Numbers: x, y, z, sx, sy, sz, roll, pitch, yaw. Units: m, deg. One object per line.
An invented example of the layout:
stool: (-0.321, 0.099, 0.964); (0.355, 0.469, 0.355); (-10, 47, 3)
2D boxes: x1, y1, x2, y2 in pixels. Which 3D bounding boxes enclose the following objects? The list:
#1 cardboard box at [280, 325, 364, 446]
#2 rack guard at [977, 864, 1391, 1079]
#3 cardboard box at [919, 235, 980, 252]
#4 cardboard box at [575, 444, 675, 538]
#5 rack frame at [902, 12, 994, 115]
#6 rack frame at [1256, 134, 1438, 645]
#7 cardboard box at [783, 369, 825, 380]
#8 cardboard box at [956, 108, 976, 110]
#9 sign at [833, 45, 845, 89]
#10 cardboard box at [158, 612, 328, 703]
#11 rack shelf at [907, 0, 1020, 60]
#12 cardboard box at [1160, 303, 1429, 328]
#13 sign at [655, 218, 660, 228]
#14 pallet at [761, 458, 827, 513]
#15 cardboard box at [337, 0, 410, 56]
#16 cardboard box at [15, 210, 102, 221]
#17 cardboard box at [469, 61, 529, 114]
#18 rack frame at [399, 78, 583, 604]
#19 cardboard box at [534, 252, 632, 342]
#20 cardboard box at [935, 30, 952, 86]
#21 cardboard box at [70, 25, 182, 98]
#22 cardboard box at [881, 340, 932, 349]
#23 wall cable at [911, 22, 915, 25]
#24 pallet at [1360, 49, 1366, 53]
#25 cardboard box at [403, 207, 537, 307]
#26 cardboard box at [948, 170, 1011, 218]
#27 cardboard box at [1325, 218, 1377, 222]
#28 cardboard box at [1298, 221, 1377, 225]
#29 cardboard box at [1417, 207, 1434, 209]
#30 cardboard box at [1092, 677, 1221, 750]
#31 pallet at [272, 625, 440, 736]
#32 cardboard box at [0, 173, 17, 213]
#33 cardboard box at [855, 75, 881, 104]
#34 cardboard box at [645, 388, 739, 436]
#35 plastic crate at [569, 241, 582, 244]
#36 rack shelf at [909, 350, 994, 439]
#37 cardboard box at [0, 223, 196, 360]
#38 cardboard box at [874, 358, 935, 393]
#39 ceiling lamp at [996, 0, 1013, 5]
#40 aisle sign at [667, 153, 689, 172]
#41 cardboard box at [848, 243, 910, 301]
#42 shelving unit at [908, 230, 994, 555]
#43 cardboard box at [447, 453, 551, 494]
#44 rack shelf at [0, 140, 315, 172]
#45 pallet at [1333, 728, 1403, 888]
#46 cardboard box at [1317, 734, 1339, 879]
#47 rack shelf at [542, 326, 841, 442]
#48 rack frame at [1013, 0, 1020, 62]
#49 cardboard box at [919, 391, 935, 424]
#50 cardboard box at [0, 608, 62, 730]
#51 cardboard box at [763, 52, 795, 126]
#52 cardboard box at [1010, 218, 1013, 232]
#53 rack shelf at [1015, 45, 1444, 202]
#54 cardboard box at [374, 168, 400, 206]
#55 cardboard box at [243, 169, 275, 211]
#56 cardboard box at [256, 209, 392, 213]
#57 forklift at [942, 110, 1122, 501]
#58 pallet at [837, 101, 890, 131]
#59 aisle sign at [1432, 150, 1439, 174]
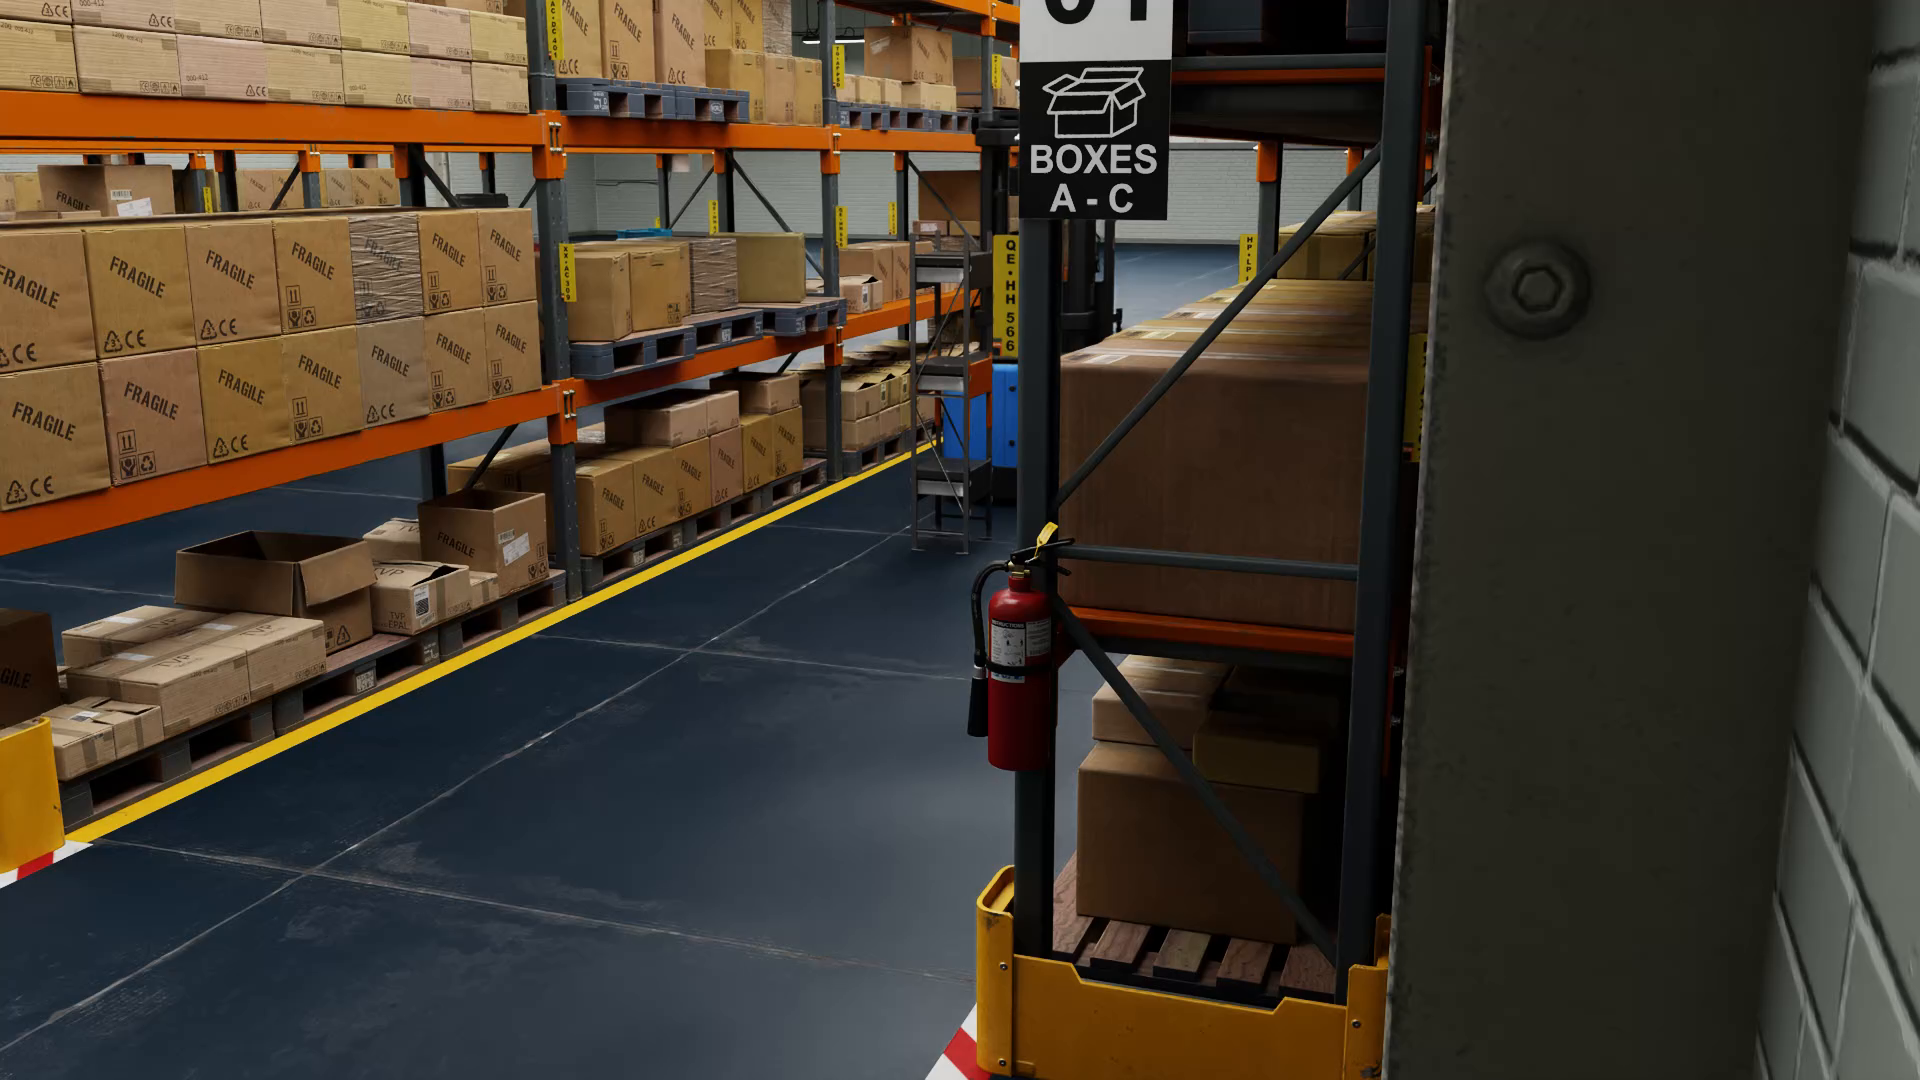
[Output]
cardboard box: (-3.158, -0.734, 7.731); (0.500, 0.500, 0.500); (5, 14, 19)
rack guard: (0.639, 1.288, 4.712); (1.175, 0.500, 0.348); (4, 14, 18)
cardboard box: (-0.022, -2.961, 17.486); (0.700, 0.500, 0.500); (4, 13, 17)
cardboard box: (-2.198, -0.327, 10.800); (0.500, 0.500, 0.500); (5, 14, 19)
rack frame: (-0.159, -5.743, 16.418); (1.000, 3.000, 0.127); (4, 14, 18)
rack frame: (1.941, -0.778, 8.146); (1.000, 3.000, 0.127); (4, 14, 18)
cardboard box: (-1.355, -1.351, 14.635); (0.500, 0.311, 0.500); (4, 13, 18)
cardboard box: (-0.028, -4.704, 17.916); (0.380, 0.149, 0.250); (4, 14, 18)
sign: (-0.941, -3.651, 12.831); (0.100, 0.325, 0.005); (4, 14, 18)
cardboard box: (-3.274, 0.530, 7.607); (0.500, 0.250, 0.500); (4, 14, 18)
rack shelf: (0.488, -5.618, 18.387); (1.077, 0.370, 4.000); (4, 14, 18)
cardboard box: (1.282, -0.504, 6.272); (0.980, 0.700, 0.700); (4, 13, 16)
sign: (-4.070, -4.193, 22.488); (0.100, 0.325, 0.005); (4, 14, 18)
pallet: (-1.731, -0.462, 13.029); (1.003, 0.211, 1.213); (4, 14, 18)
cardboard box: (-2.977, -2.434, 7.878); (0.500, 0.250, 0.500); (4, 14, 18)
cardboard box: (-10.005, -3.415, 18.527); (0.797, 0.503, 0.637); (6, 14, 24)
cardboard box: (-2.653, -2.401, 8.856); (0.500, 0.250, 0.500); (4, 14, 18)
rack frame: (-2.748, -1.134, 9.706); (1.000, 3.000, 0.127); (4, 14, 18)
cardboard box: (-2.383, -1.471, 10.014); (0.700, 0.500, 0.500); (0, 13, -1)
cardboard box: (-0.396, -4.651, 16.082); (0.500, 0.500, 0.500); (5, 14, 19)
cardboard box: (-3.461, -1.875, 6.549); (0.500, 0.250, 0.500); (4, 14, 18)
cardboard box: (-0.529, -1.886, 16.980); (0.500, 0.311, 0.500); (4, 14, 19)
wall cable: (-2.501, -16.100, 54.154); (2.305, 6.003, 0.169); (4, 14, 18)
pallet: (1.666, -2.025, 7.071); (1.003, 0.211, 1.213); (4, 14, 18)
cardboard box: (-2.666, -1.545, 9.035); (0.500, 0.500, 0.500); (4, 14, 19)
cardboard box: (0.141, -3.700, 17.808); (0.700, 0.500, 0.500); (4, 14, 18)
cardboard box: (2.354, -1.785, 9.938); (0.500, 0.250, 0.500); (4, 13, 17)
cardboard box: (2.189, -1.678, 9.467); (0.500, 0.250, 0.500); (5, 14, 20)
cardboard box: (5.042, -3.316, 17.874); (0.500, 0.500, 0.500); (4, 13, 17)
cardboard box: (0.648, 0.567, 5.469); (0.380, 0.149, 0.250); (4, 14, 18)
pallet: (-3.364, 0.628, 8.253); (1.003, 0.211, 1.213); (4, 14, 18)
cardboard box: (-13.667, -4.813, 23.063); (0.875, 0.550, 0.550); (4, 14, 18)
cardboard box: (-1.012, -3.901, 14.481); (0.500, 0.250, 0.500); (4, 13, 17)
cardboard box: (-1.875, -0.895, 11.606); (0.500, 0.250, 0.500); (4, 13, 17)
plastic crate: (-4.555, -3.246, 19.101); (0.767, 0.338, 0.504); (4, 14, 18)
rack shelf: (-0.054, -0.976, 11.097); (0.431, 0.518, 0.480); (4, 14, 18)
cardboard box: (-3.487, -1.013, 6.704); (0.500, 0.500, 0.500); (5, 14, 19)
cardboard box: (-0.511, -1.529, 15.414); (0.500, 0.311, 0.500); (4, 14, 18)
ceiling lamp: (0.285, -13.336, 36.567); (2.000, 3.185, 0.800); (4, 14, 18)
aisle sign: (-3.805, -5.321, 22.211); (0.394, 0.787, 0.004); (4, 14, 18)
cardboard box: (-0.756, -2.490, 15.423); (0.500, 0.500, 0.500); (4, 14, 18)
shelving unit: (-0.054, -0.989, 11.094); (0.431, 2.100, 0.503); (4, 14, 18)
cardboard box: (-2.859, -0.254, 10.480); (0.500, 0.500, 0.500); (4, 14, 18)
rack shelf: (-6.786, -3.024, 12.863); (1.077, 0.370, 4.000); (4, 14, 18)
pallet: (1.228, 0.994, 6.651); (1.003, 0.211, 1.213); (4, 14, 18)
cardboard box: (0.940, 0.819, 5.827); (0.700, 0.500, 0.500); (4, 14, 18)
rack shelf: (-2.101, -1.204, 11.631); (1.077, 0.370, 4.000); (4, 14, 18)
rack frame: (1.135, -6.585, 20.108); (1.000, 3.000, 0.127); (4, 14, 18)
cardboard box: (-0.516, -1.253, 15.464); (0.500, 0.250, 0.500); (5, 14, 20)
cardboard box: (-4.099, 0.581, 6.824); (0.500, 0.500, 0.500); (4, 14, 18)
cardboard box: (-1.728, -3.285, 12.167); (0.910, 0.500, 0.500); (4, 14, 18)
cardboard box: (0.358, -3.388, 17.901); (0.380, 0.149, 0.250); (4, 14, 18)
rack shelf: (1.294, -1.468, 6.048); (1.077, 0.370, 4.000); (4, 14, 18)
cardboard box: (-8.181, -4.922, 23.163); (0.500, 0.500, 0.500); (4, 14, 18)
cardboard box: (-8.985, -4.395, 20.855); (0.500, 0.500, 0.500); (4, 14, 18)
cardboard box: (-3.333, -1.482, 8.761); (0.500, 0.500, 0.500); (4, 13, 17)
forklift: (0.768, -1.993, 13.624); (1.130, 2.935, 3.031); (4, 13, 16)
pallet: (-1.318, -3.495, 13.737); (1.213, 0.211, 1.003); (5, 14, 21)
aisle sign: (5.563, -4.608, 19.088); (0.394, 0.787, 0.004); (4, 14, 18)
